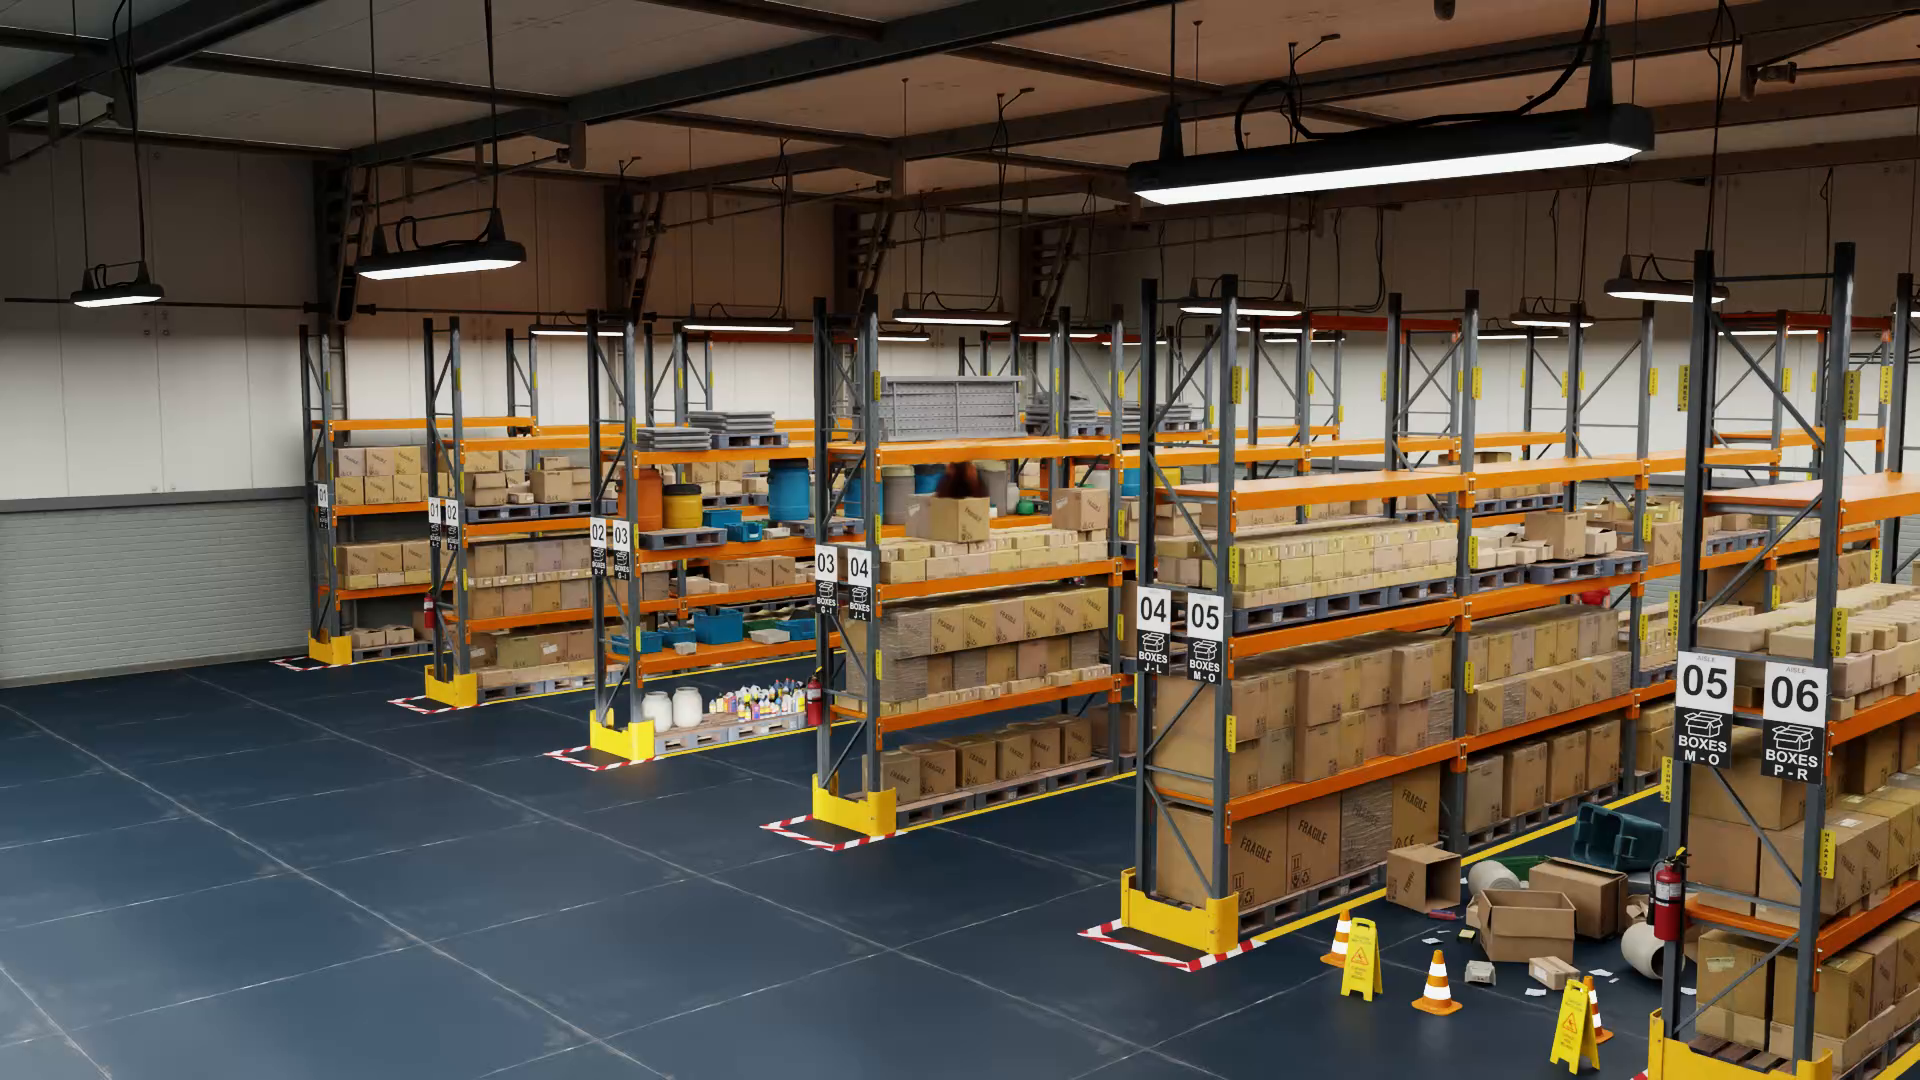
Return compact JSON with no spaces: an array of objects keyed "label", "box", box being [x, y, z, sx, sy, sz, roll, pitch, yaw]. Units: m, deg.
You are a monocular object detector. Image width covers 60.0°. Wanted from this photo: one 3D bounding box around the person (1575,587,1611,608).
[{"label":"person","box":[11.434,1.289,30.037,0.645,1.692,0.929,2,6,18]}]
